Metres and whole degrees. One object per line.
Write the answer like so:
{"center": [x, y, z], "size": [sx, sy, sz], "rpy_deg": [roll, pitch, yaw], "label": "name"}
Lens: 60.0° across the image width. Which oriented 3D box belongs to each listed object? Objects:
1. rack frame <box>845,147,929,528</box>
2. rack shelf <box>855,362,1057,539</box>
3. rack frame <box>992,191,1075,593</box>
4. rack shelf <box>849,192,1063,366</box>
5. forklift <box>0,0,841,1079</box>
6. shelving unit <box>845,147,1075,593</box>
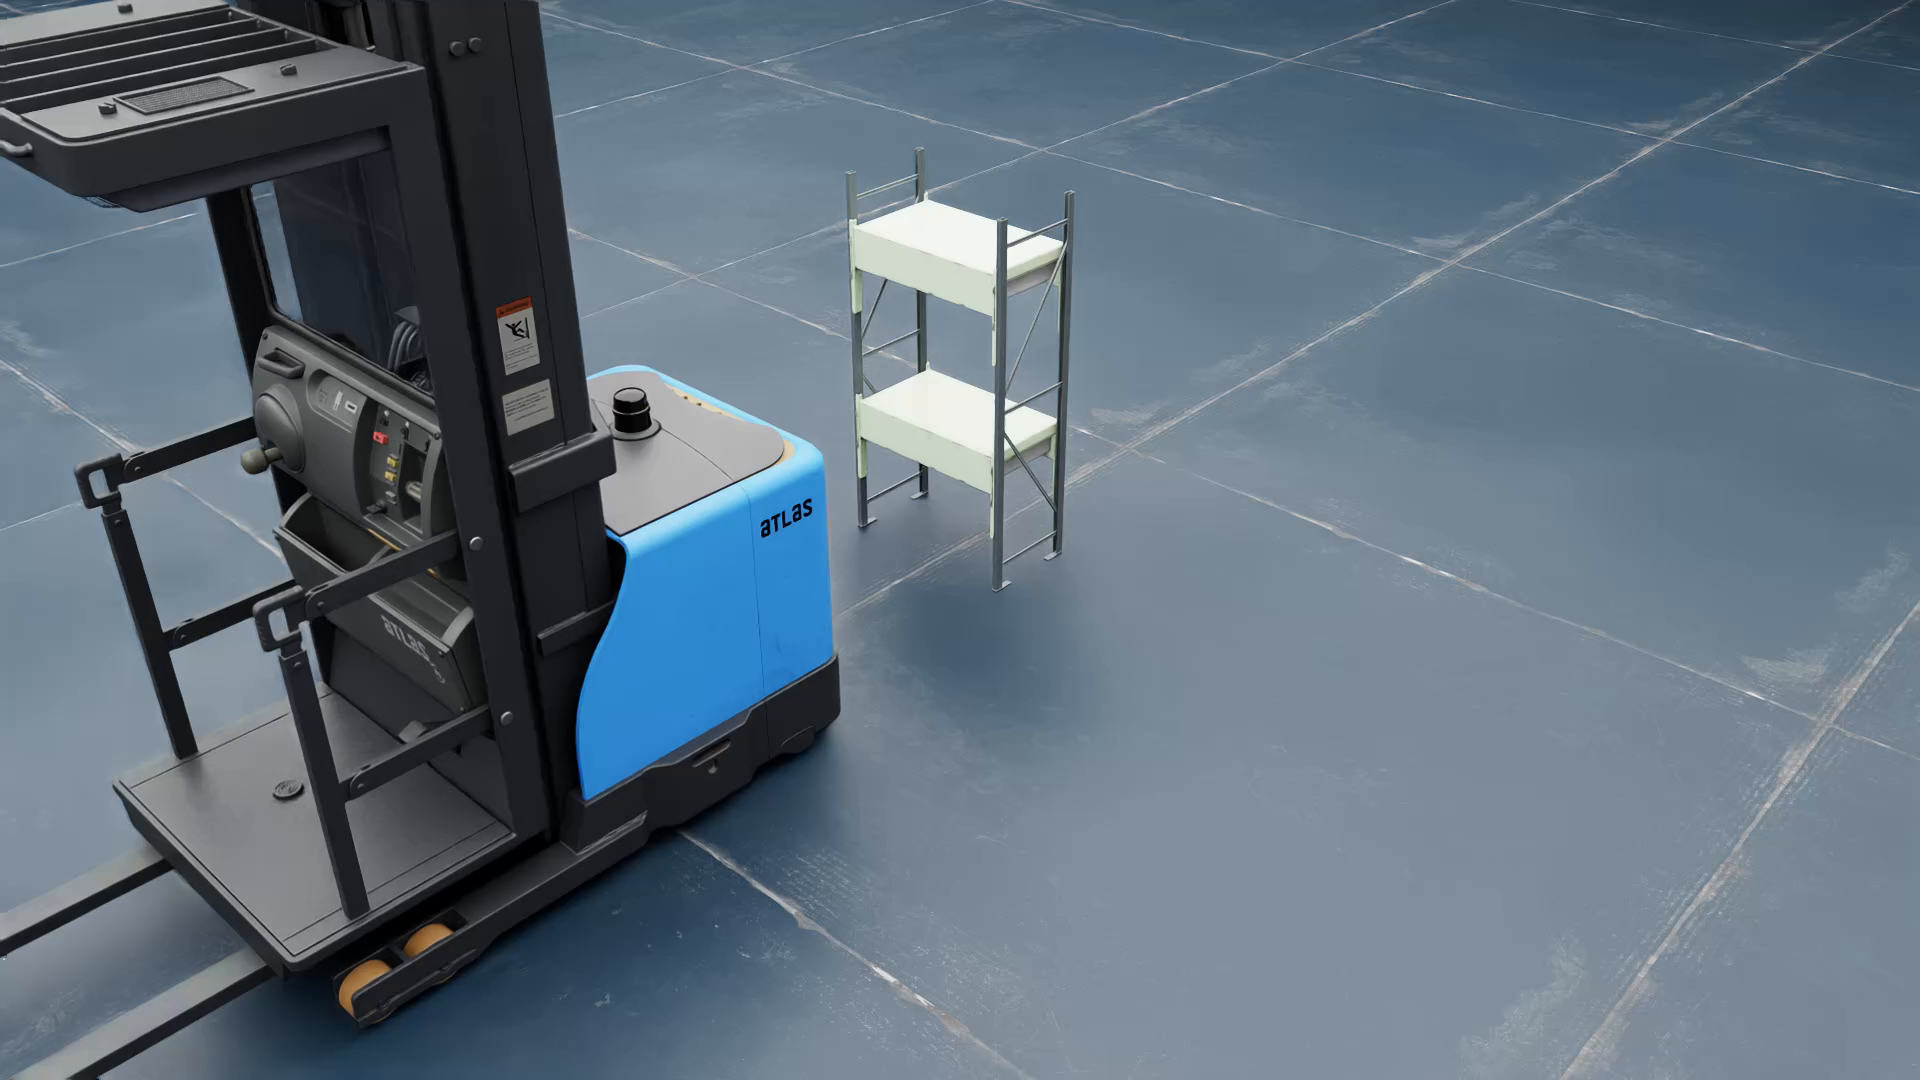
{"center": [-0.276, -0.772, 6.577], "size": [0.023, 1.500, 0.400], "rpy_deg": [25, 39, 35], "label": "rack frame"}
{"center": [-0.005, -0.366, 6.535], "size": [0.720, 0.370, 0.431], "rpy_deg": [25, 39, 35], "label": "rack shelf"}
{"center": [0.266, -0.518, 6.157], "size": [0.023, 1.500, 0.400], "rpy_deg": [25, 39, 35], "label": "rack frame"}
{"center": [-0.005, -0.979, 6.166], "size": [0.720, 0.370, 0.431], "rpy_deg": [25, 39, 35], "label": "rack shelf"}
{"center": [-1.779, -0.233, 4.295], "size": [1.130, 2.935, 3.031], "rpy_deg": [26, 39, 36], "label": "forklift"}
{"center": [-0.005, -0.645, 6.367], "size": [0.755, 1.500, 0.431], "rpy_deg": [25, 39, 35], "label": "shelving unit"}
